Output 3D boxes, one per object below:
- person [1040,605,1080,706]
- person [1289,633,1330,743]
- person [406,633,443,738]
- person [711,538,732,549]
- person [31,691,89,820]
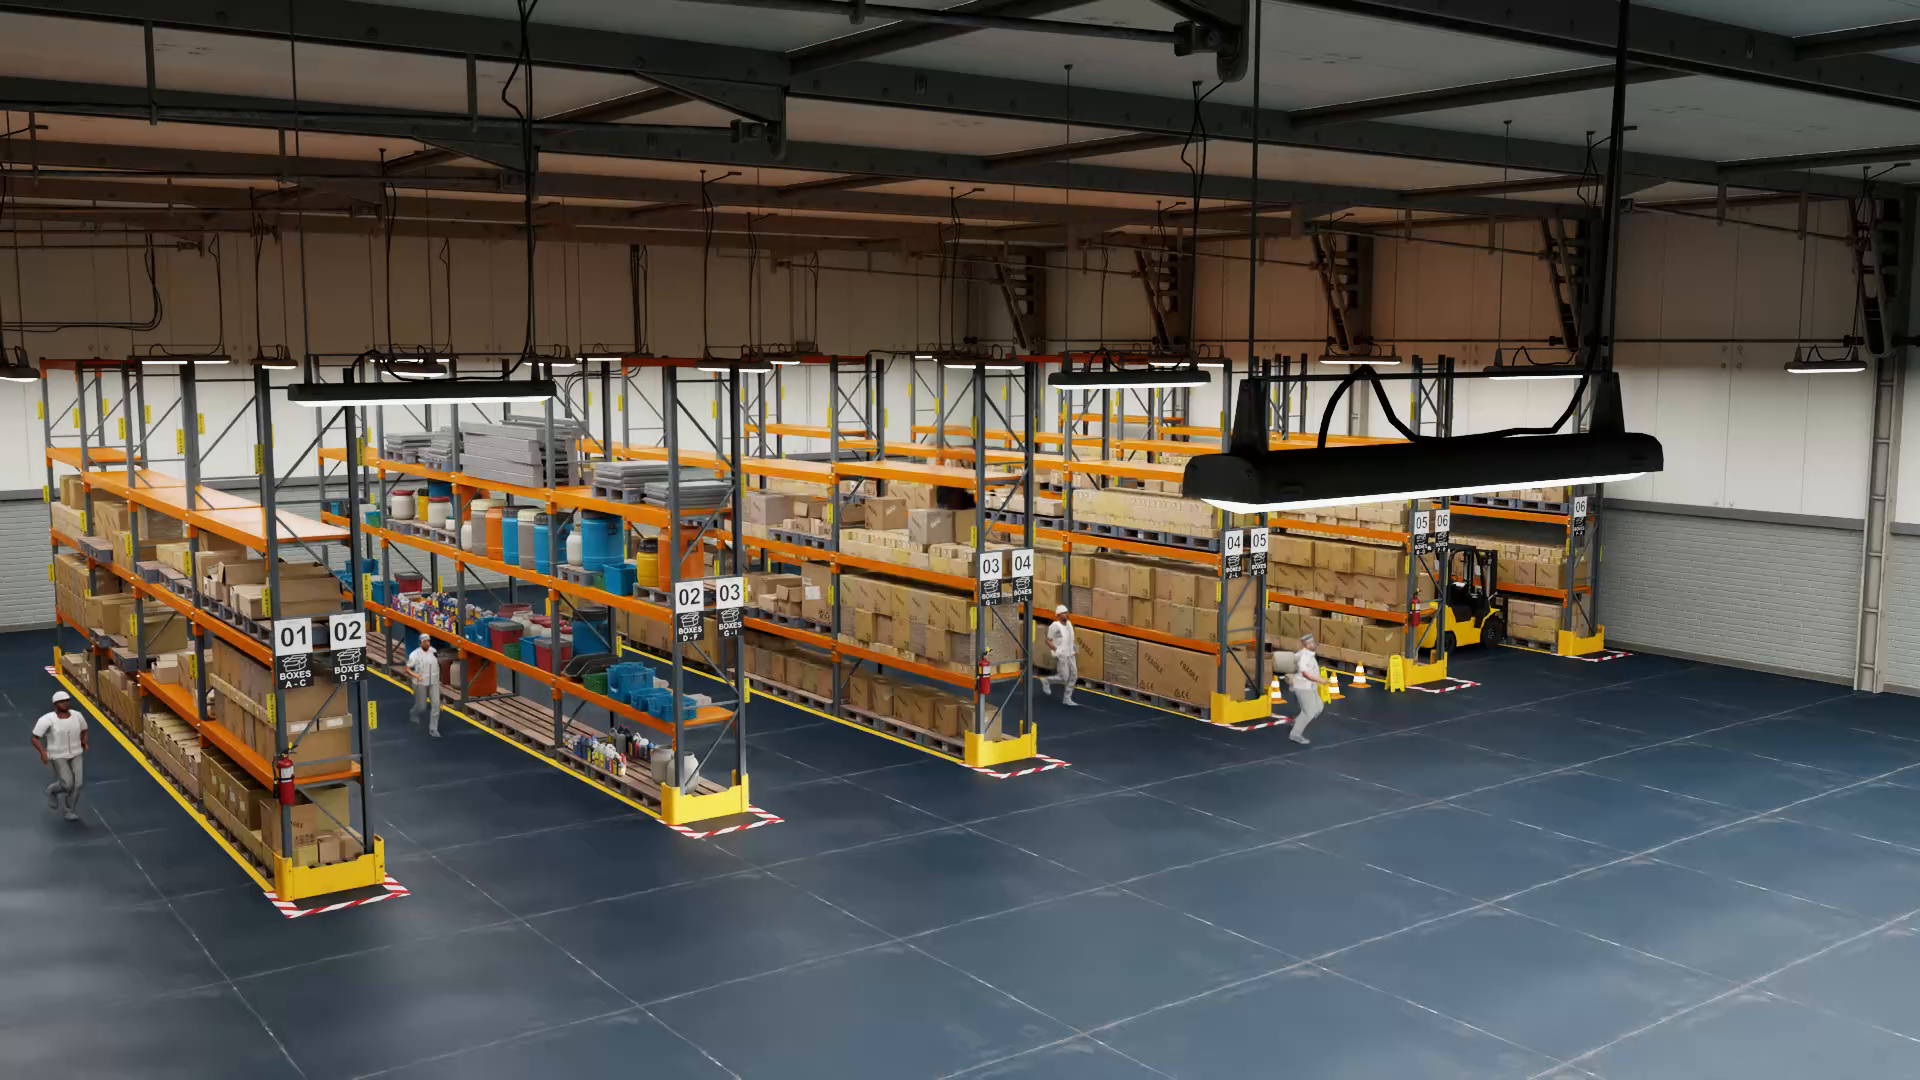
[{"bbox_3d":[1.758,1.999,28.957,0.704,1.746,0.677,6,9,40],"label":"person"},{"bbox_3d":[5.530,2.322,26.275,0.606,1.754,0.699,2,7,14],"label":"person"},{"bbox_3d":[-8.604,2.323,26.771,0.612,1.648,0.831,-5,9,-39],"label":"person"},{"bbox_3d":[-5.997,0.539,41.295,0.848,1.679,0.738,6,9,41],"label":"person"},{"bbox_3d":[-11.842,2.846,21.994,0.587,1.716,0.690,5,9,37],"label":"person"}]
